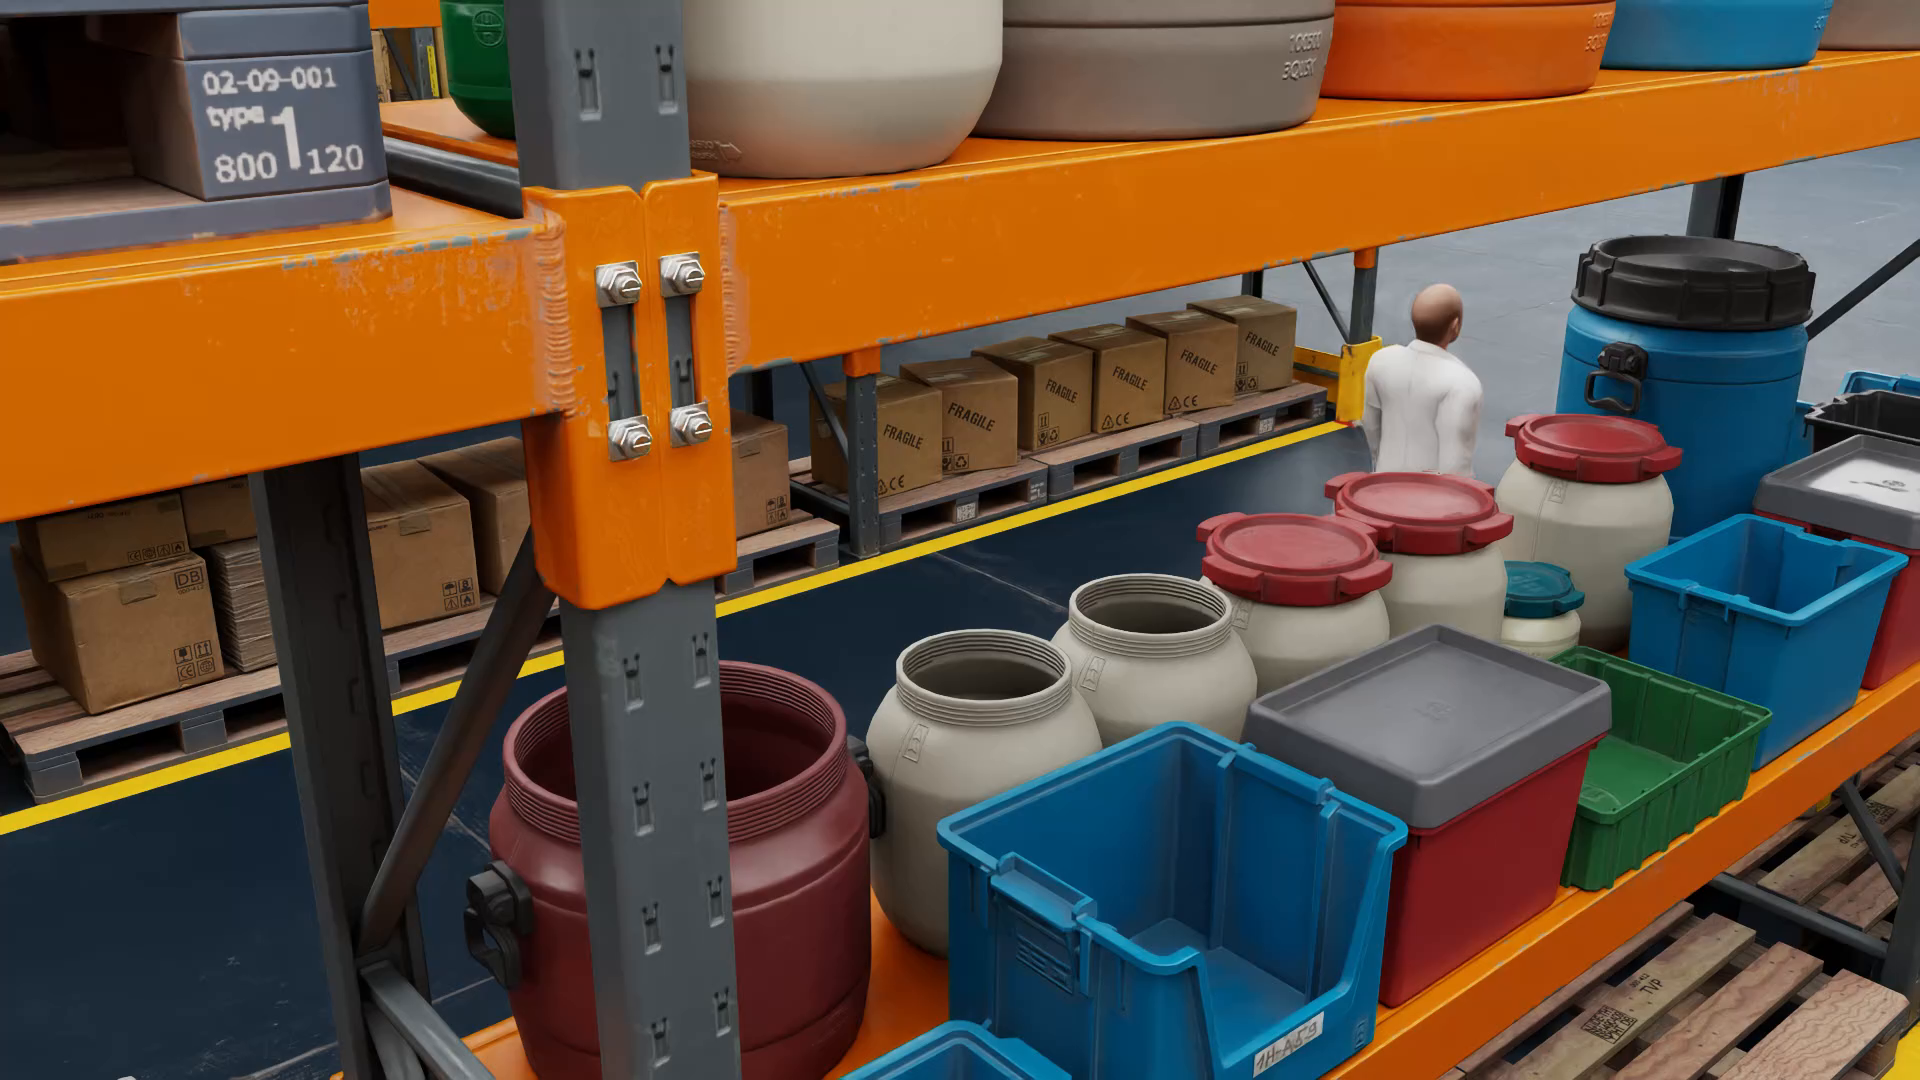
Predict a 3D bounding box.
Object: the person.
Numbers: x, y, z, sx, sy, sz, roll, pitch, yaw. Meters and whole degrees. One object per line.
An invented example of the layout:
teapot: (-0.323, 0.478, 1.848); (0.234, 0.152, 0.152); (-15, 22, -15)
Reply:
person: (1.803, -0.156, 6.514); (1.102, 1.733, 0.609); (-16, 26, -35)
